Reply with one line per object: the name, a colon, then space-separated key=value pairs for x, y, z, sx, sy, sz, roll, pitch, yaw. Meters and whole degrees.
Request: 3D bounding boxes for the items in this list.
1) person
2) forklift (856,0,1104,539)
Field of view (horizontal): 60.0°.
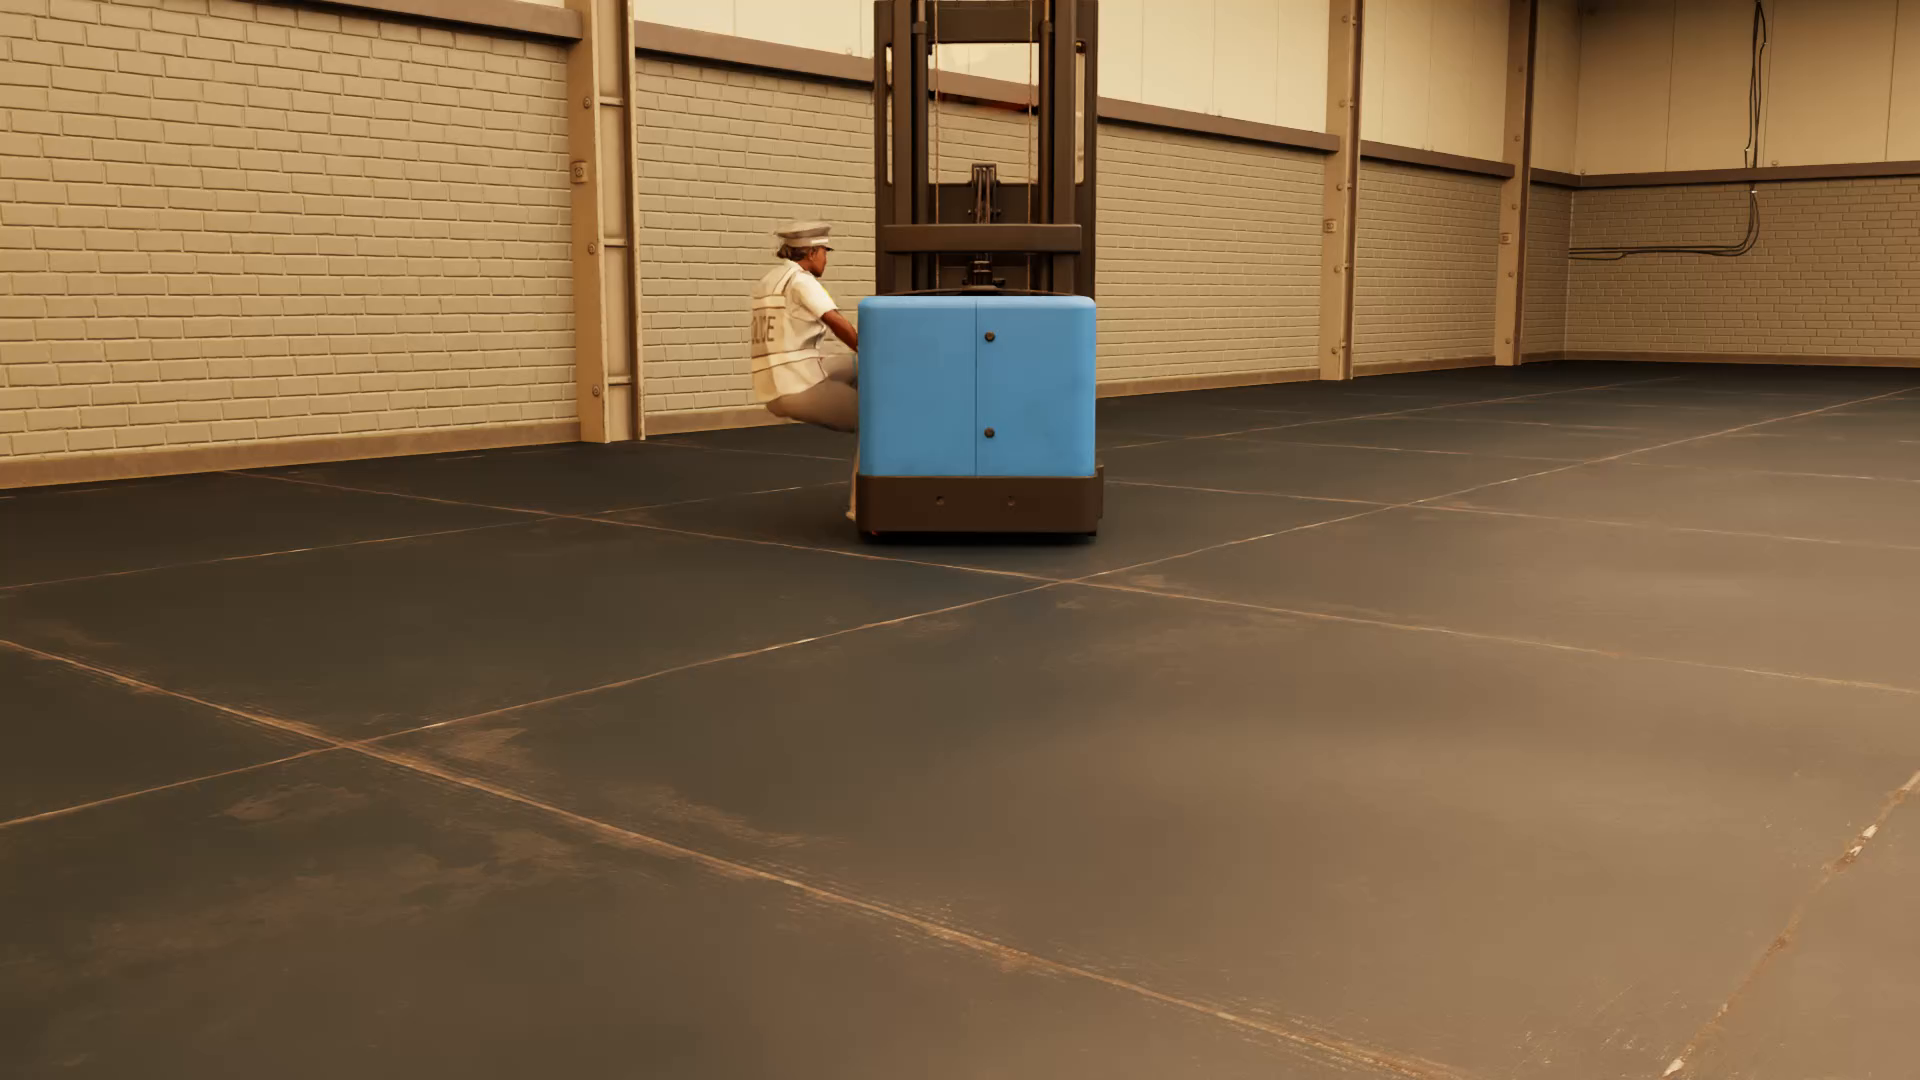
person: x=-0.554 y=-0.730 z=7.677 sx=0.812 sy=1.453 sz=0.730 roll=-6 pitch=10 yaw=-36
forklift: x=0.137 y=-1.631 z=8.430 sx=1.130 sy=2.935 sz=3.031 roll=0 pitch=8 yaw=3
